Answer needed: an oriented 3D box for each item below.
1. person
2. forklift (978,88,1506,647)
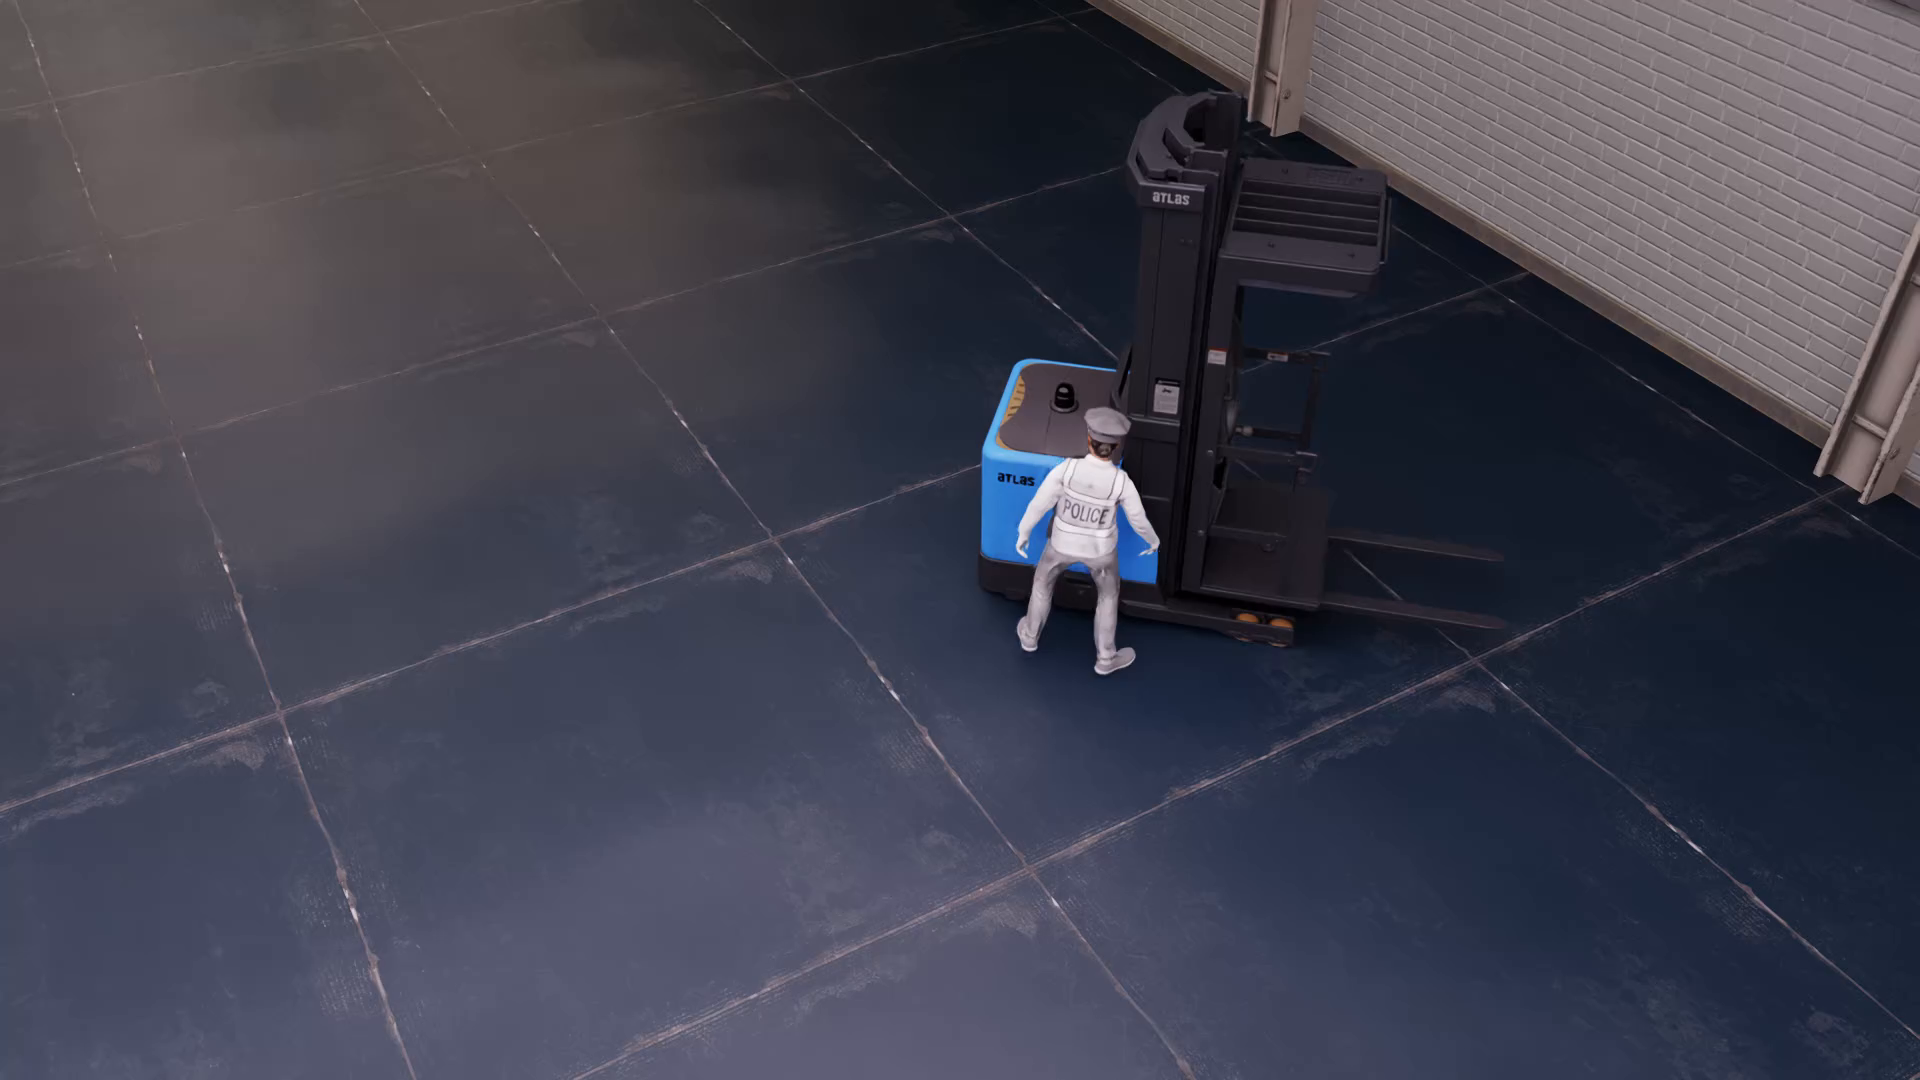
[{"bbox_3d":[0.691,0.009,9.048,0.777,1.638,0.393,7,40,8],"label":"person"},{"bbox_3d":[1.683,-0.886,9.105,3.031,2.935,1.130,9,40,10],"label":"forklift"}]
